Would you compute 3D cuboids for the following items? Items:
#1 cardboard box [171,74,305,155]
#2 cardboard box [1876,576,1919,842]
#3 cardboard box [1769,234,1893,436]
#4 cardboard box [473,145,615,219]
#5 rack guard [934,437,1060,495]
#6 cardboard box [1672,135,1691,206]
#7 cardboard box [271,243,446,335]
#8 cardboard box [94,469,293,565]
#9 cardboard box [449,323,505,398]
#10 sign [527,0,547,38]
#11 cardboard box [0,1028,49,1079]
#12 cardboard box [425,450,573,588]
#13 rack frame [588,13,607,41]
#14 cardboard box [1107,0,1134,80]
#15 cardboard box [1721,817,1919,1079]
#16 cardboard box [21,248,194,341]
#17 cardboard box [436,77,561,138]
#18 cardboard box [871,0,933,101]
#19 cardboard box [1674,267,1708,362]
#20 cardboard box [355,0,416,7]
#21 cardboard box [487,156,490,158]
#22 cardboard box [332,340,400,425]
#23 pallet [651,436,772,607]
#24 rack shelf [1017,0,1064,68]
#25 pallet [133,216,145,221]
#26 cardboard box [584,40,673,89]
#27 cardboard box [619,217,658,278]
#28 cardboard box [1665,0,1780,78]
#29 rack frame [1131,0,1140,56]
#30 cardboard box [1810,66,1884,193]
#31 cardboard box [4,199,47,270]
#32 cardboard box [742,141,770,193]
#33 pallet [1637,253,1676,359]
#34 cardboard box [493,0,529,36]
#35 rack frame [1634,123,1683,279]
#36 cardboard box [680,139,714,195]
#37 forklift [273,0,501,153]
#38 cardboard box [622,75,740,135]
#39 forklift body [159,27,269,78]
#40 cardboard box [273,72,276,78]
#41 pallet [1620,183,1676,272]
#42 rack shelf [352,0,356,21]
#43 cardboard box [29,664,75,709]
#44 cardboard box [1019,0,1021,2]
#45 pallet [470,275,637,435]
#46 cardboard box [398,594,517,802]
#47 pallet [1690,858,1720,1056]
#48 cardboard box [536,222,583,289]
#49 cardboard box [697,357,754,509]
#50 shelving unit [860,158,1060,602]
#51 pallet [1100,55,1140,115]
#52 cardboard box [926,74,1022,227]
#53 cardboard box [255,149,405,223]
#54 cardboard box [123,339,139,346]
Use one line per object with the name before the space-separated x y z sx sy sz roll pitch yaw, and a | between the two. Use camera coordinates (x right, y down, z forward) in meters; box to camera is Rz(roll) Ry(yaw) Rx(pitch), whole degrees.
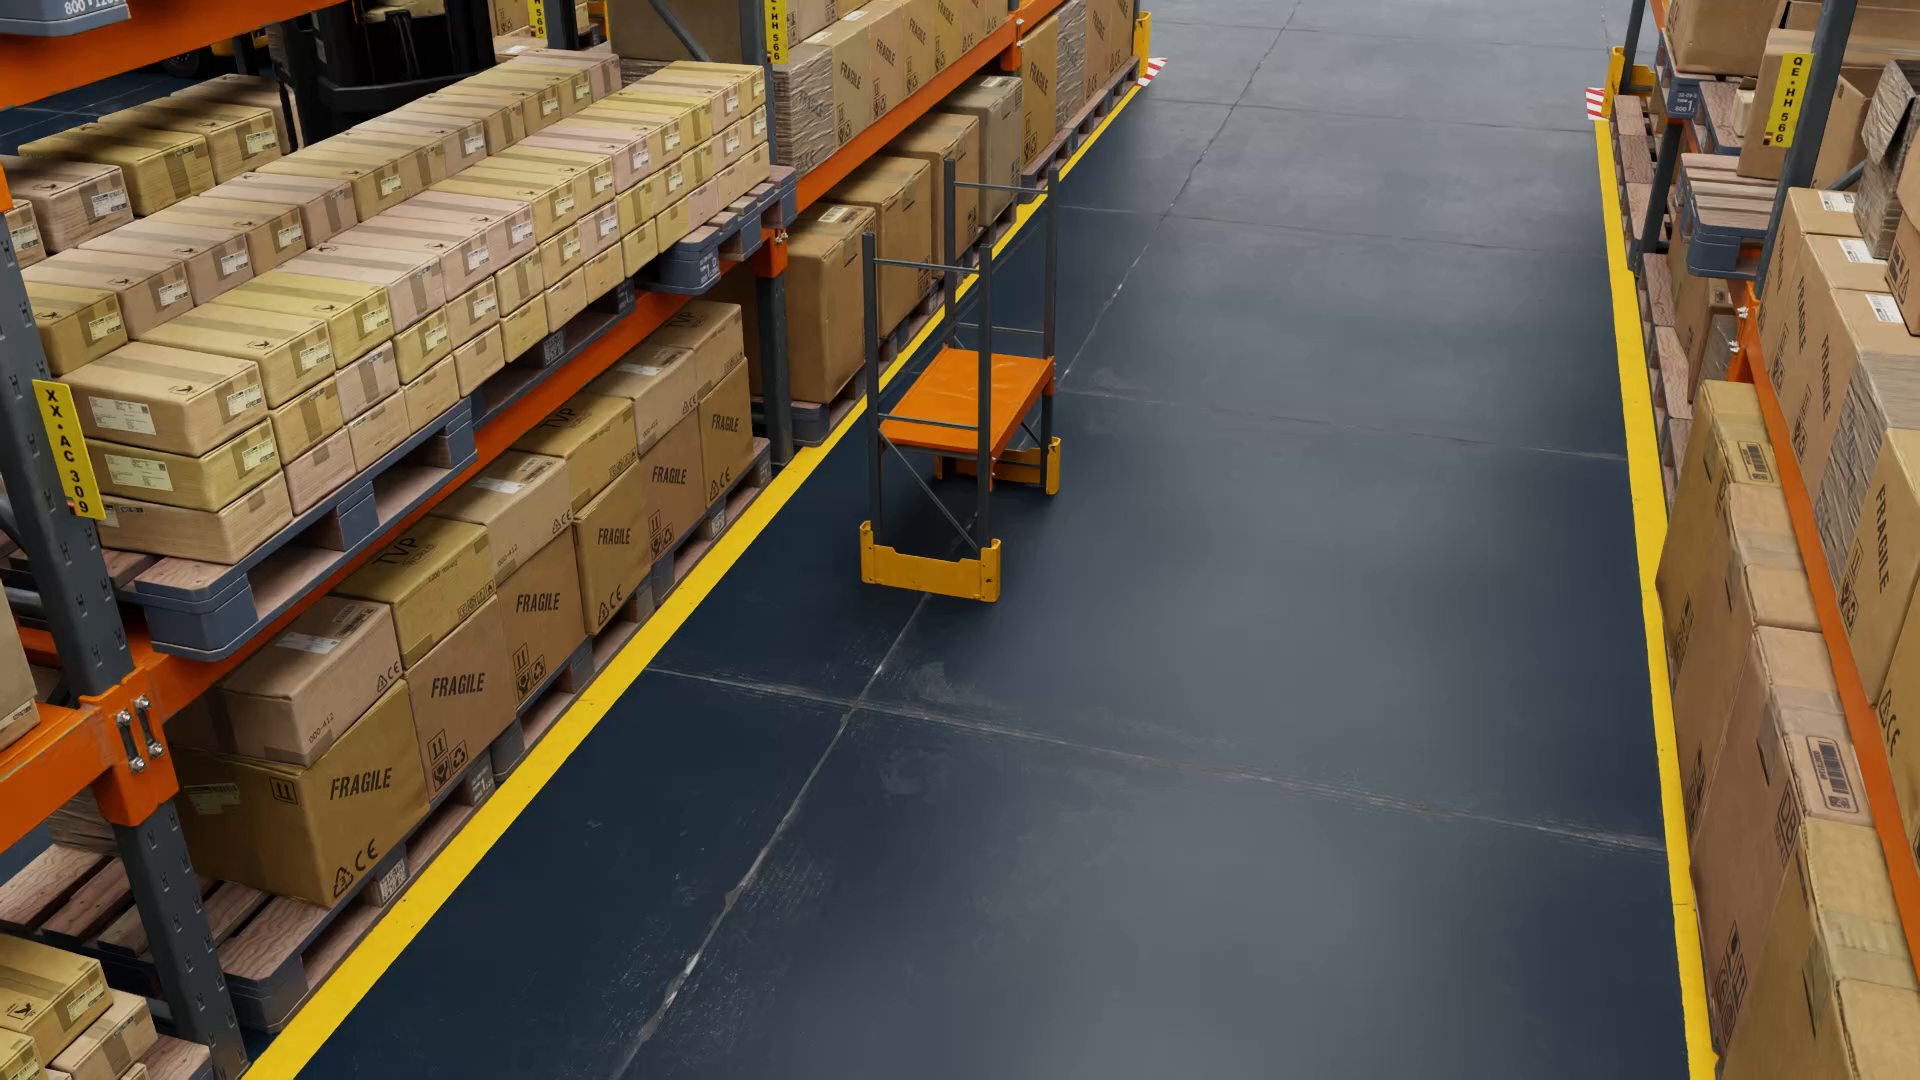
cardboard box | -5.029 -3.058 11.933 0.950 0.372 0.625 9 30 16
cardboard box | 2.276 0.336 3.458 0.500 0.500 0.500 9 30 16
cardboard box | 2.870 -0.611 5.159 0.500 0.500 0.500 8 30 14
cardboard box | -1.377 -1.189 5.516 0.380 0.149 0.250 10 31 17
rack guard | 0.169 -0.376 7.669 0.587 0.250 0.087 8 30 15
cardboard box | 4.913 -2.391 10.603 0.500 0.500 0.500 19 34 30
cardboard box | -1.679 -0.706 4.648 0.380 0.149 0.250 8 30 14
cardboard box | -1.908 -0.081 4.136 0.380 0.149 0.250 7 30 12
cardboard box | -1.606 -0.561 4.999 0.380 0.149 0.250 7 30 13
sign | -1.821 -2.332 7.166 0.100 0.325 0.005 8 30 15
cardboard box | -2.356 1.239 3.825 0.380 0.149 0.250 9 30 15
cardboard box | -1.686 -0.099 5.710 0.500 0.250 0.500 10 31 17
rack frame | -3.703 -6.126 15.176 1.000 3.000 0.127 8 30 15
cardboard box | 0.923 -4.397 13.822 0.875 0.875 0.875 9 30 15
cardboard box | 2.417 1.310 3.564 1.225 0.875 0.875 9 30 15
cardboard box | -2.377 -0.683 4.606 0.380 0.149 0.250 8 30 13
cardboard box | -1.763 -1.657 6.357 0.380 0.149 0.250 8 30 15
cardboard box | -0.456 -2.665 8.852 0.500 0.500 0.500 8 30 14
cardboard box | 4.074 -1.191 8.425 0.700 0.500 0.500 6 30 11
cardboard box | -4.352 -4.145 12.574 0.380 0.149 0.250 9 30 16
cardboard box | -1.850 -1.388 6.181 0.380 0.149 0.250 9 30 15
cardboard box | -1.759 -0.452 4.497 0.380 0.149 0.250 9 30 16
pallet | -1.520 -0.167 7.333 1.003 0.211 1.213 8 30 15
rack shelf | 0.472 -4.223 12.495 1.077 0.370 4.000 8 30 15
pallet | -5.460 -2.118 10.839 1.003 0.211 1.213 8 30 15
cardboard box | -1.414 -2.040 7.729 0.500 0.500 0.500 8 30 15
cardboard box | -1.299 -1.052 5.882 0.380 0.149 0.250 7 30 13
cardboard box | 4.229 -2.949 8.417 1.000 1.000 1.000 9 30 15
rack frame | 1.059 -5.466 13.991 1.000 3.000 0.127 8 30 15
cardboard box | 3.543 -1.478 6.286 0.500 0.500 0.500 5 29 9
cardboard box | -5.876 -1.704 9.499 0.950 0.372 0.625 6 30 11
cardboard box | -0.995 -1.528 6.737 0.380 0.149 0.250 9 30 16
pallet | 4.369 -1.272 9.320 1.003 0.211 1.213 8 30 15
cardboard box | -3.994 -4.549 13.968 0.500 0.500 0.500 8 30 14
rack frame | 4.596 -2.853 9.293 1.000 3.000 0.127 8 30 15
cardboard box | -1.151 -1.411 6.221 0.380 0.149 0.250 9 30 16
forklift | -3.235 -2.784 9.239 1.130 2.935 3.031 -18 34 -29
cardboard box | -1.071 -1.673 6.386 0.380 0.149 0.250 8 30 14
forklift body | -7.262 -5.320 14.601 2.313 2.155 1.214 8 30 15
cardboard box | -4.961 -3.562 12.964 0.500 0.250 0.500 10 31 17
pallet | 4.760 -1.951 10.541 1.003 0.211 1.213 8 30 15
rack shelf | -4.290 -4.882 13.680 1.077 0.370 4.000 8 30 15
cardboard box | -2.487 0.309 4.977 0.500 0.250 0.500 8 30 14
cardboard box | -0.019 -3.846 10.924 0.875 0.550 0.550 8 30 15
pallet | -1.831 -0.739 5.690 1.003 0.211 1.213 8 30 15
cardboard box | -1.840 0.467 5.464 0.500 0.500 0.500 10 31 17
pallet | 2.759 1.145 4.974 1.003 0.211 1.213 8 30 15
cardboard box | -1.451 -0.938 5.371 0.380 0.149 0.250 8 30 14
cardboard box | -1.233 -0.497 7.197 0.500 0.500 0.500 8 30 15
shelving unit | 0.022 -0.691 6.949 0.587 1.500 1.083 8 30 15
pallet | 0.899 -3.865 13.981 1.003 0.211 1.213 8 30 15
cardboard box | -0.212 -2.507 10.553 1.050 0.750 0.750 8 30 15
cardboard box | -2.071 -1.169 5.480 0.380 0.149 0.250 8 30 14
cardboard box | -2.384 -0.544 4.663 0.380 0.149 0.250 10 31 17
